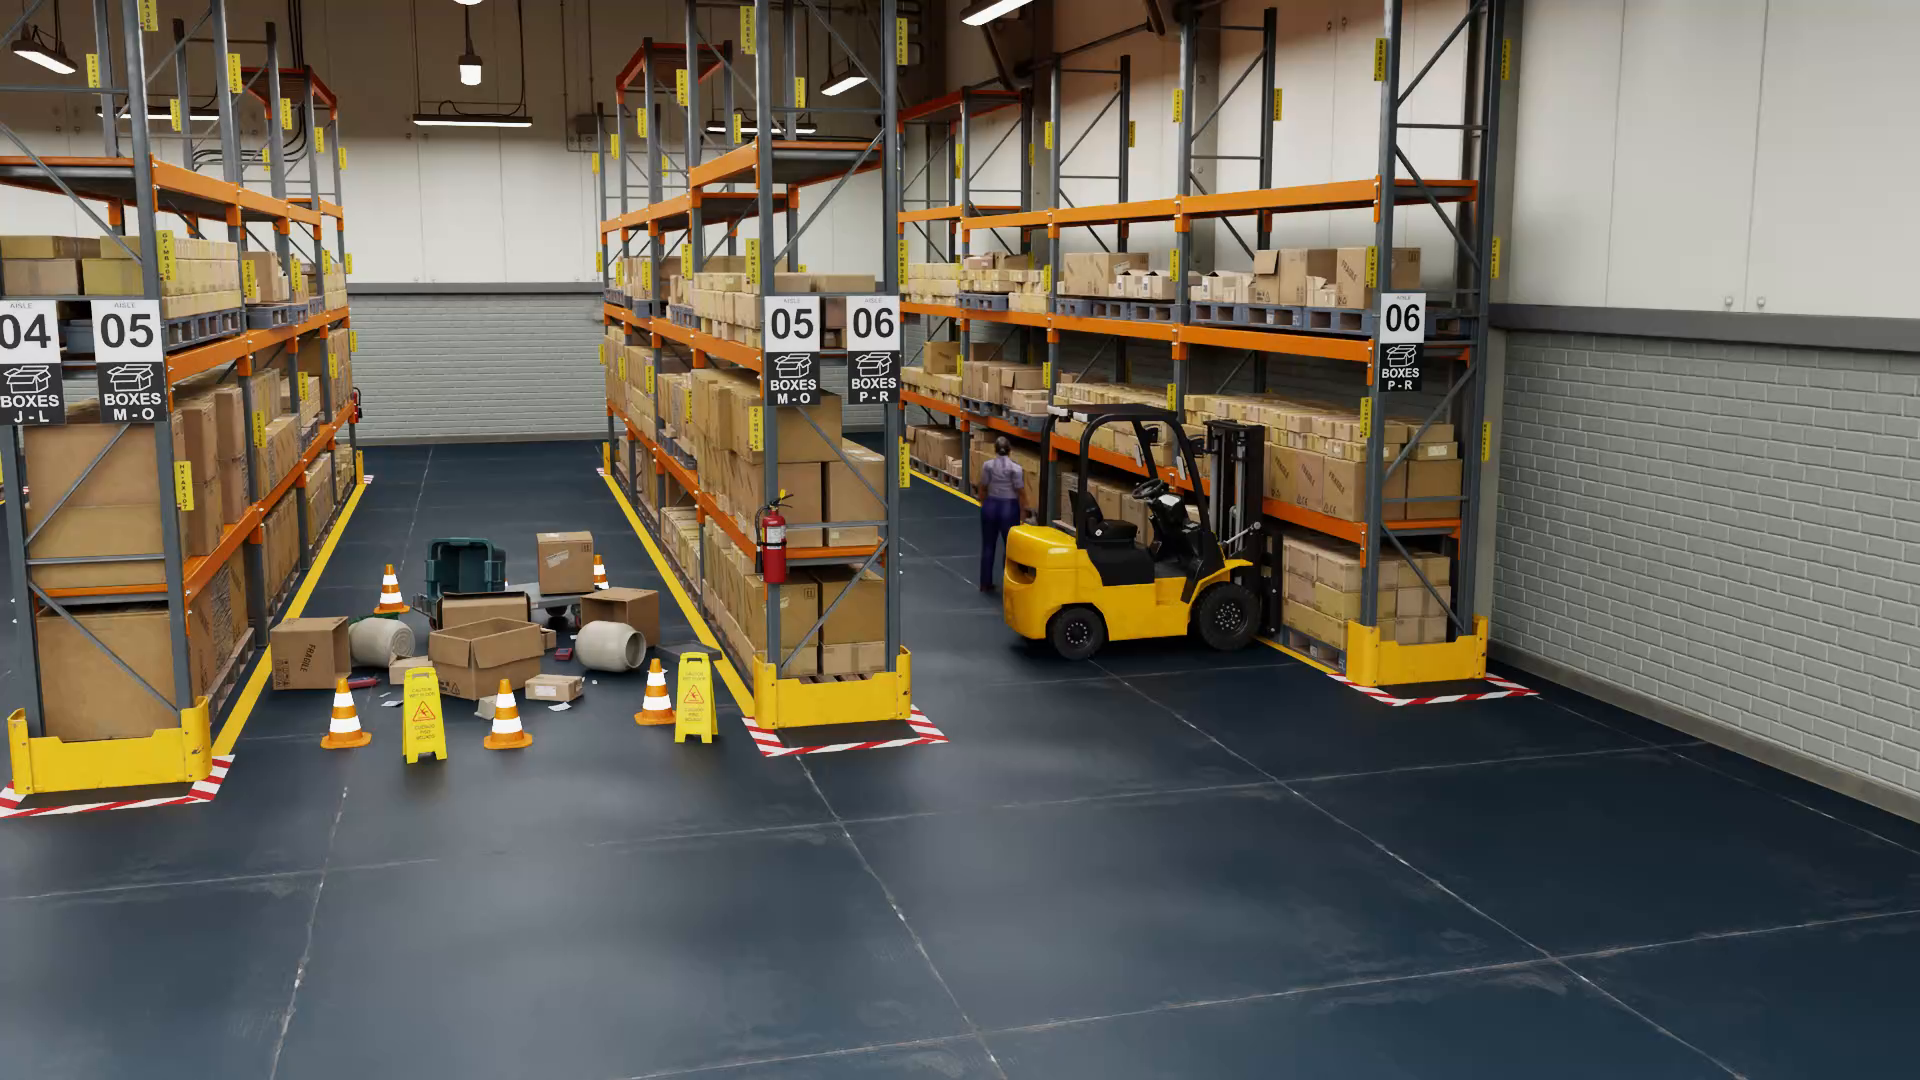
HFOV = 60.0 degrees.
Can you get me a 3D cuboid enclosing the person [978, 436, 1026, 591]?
[{"bbox_3d":[0.446,-0.208,17.329,0.592,1.570,0.372,4,10,24],"label":"person"}]
